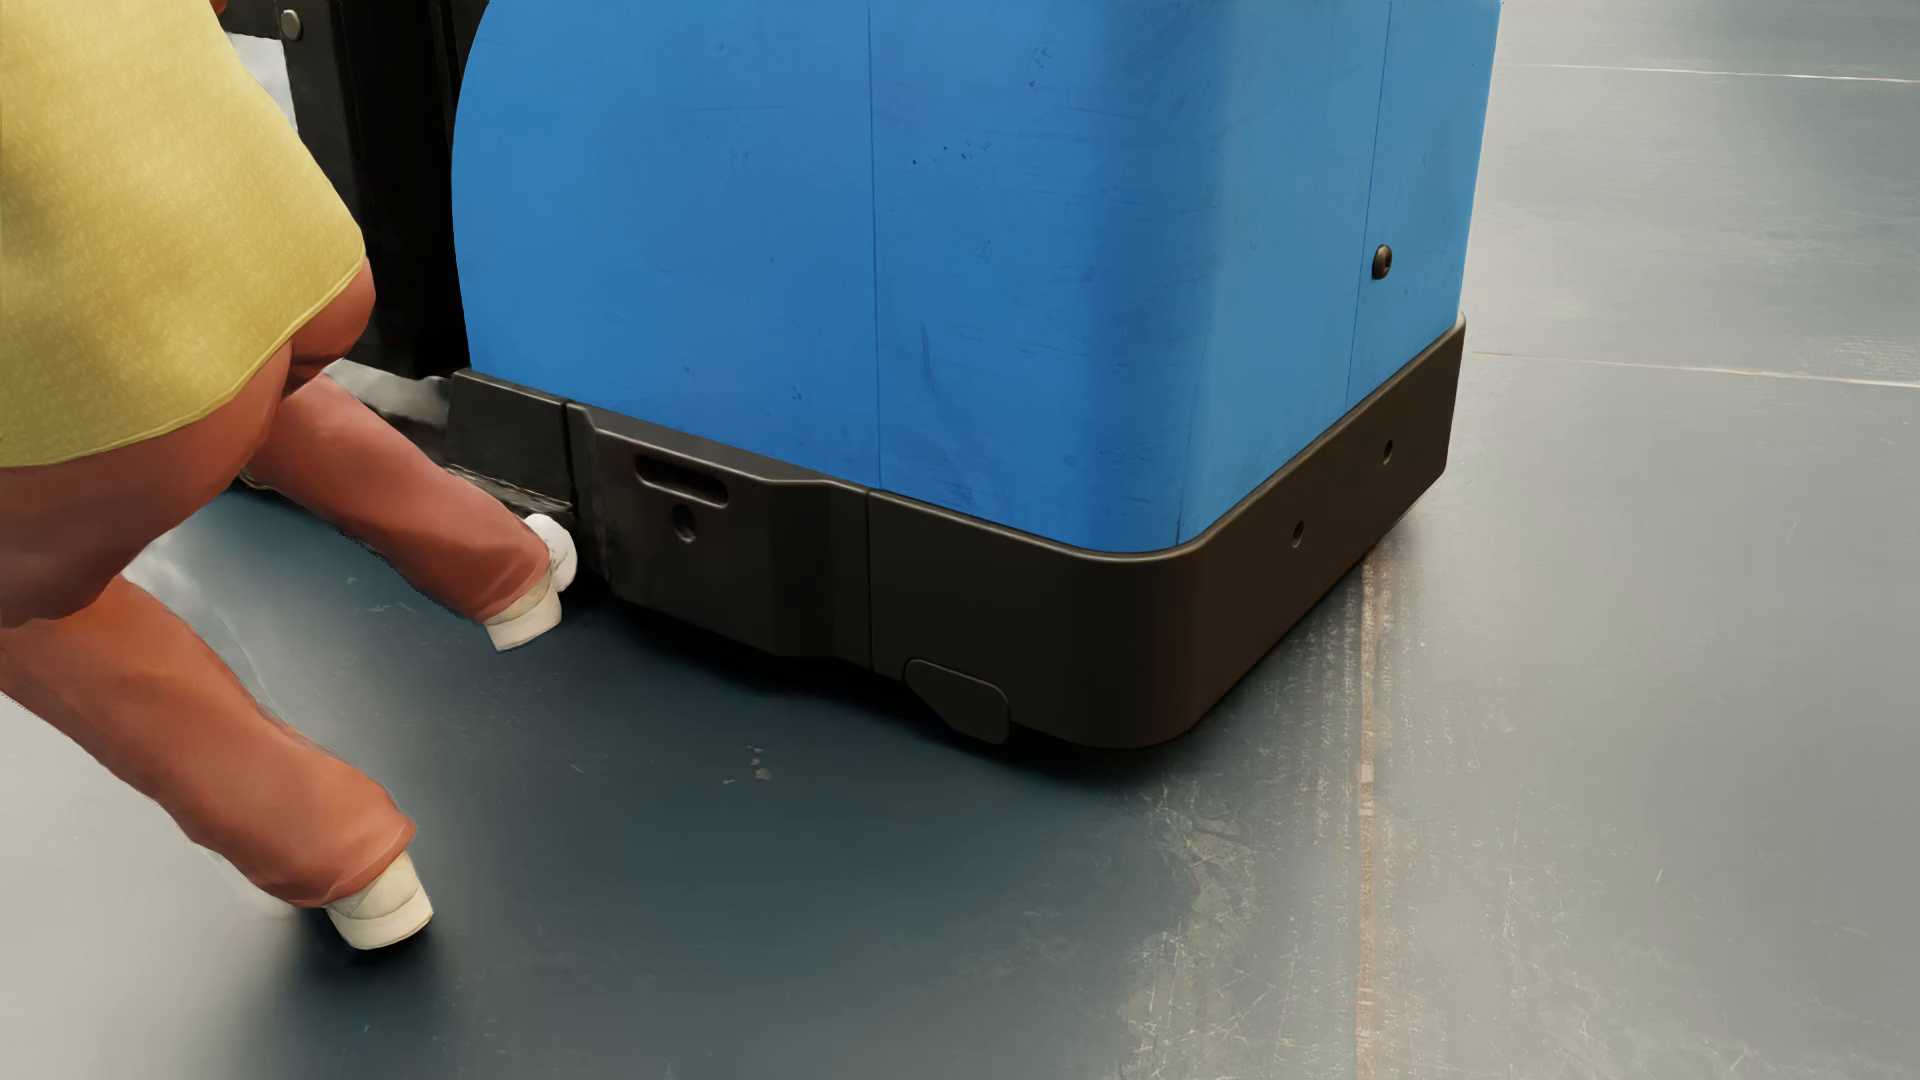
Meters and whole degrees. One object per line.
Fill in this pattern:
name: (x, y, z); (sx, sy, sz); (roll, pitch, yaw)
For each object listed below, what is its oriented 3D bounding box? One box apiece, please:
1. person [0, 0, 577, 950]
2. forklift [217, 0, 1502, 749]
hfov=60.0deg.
person: (-0.838, -0.287, 1.498); (0.812, 1.429, 1.197); (9, 28, 17)
forklift: (-0.757, -1.566, 2.350); (3.031, 2.935, 1.130); (17, 31, 30)
